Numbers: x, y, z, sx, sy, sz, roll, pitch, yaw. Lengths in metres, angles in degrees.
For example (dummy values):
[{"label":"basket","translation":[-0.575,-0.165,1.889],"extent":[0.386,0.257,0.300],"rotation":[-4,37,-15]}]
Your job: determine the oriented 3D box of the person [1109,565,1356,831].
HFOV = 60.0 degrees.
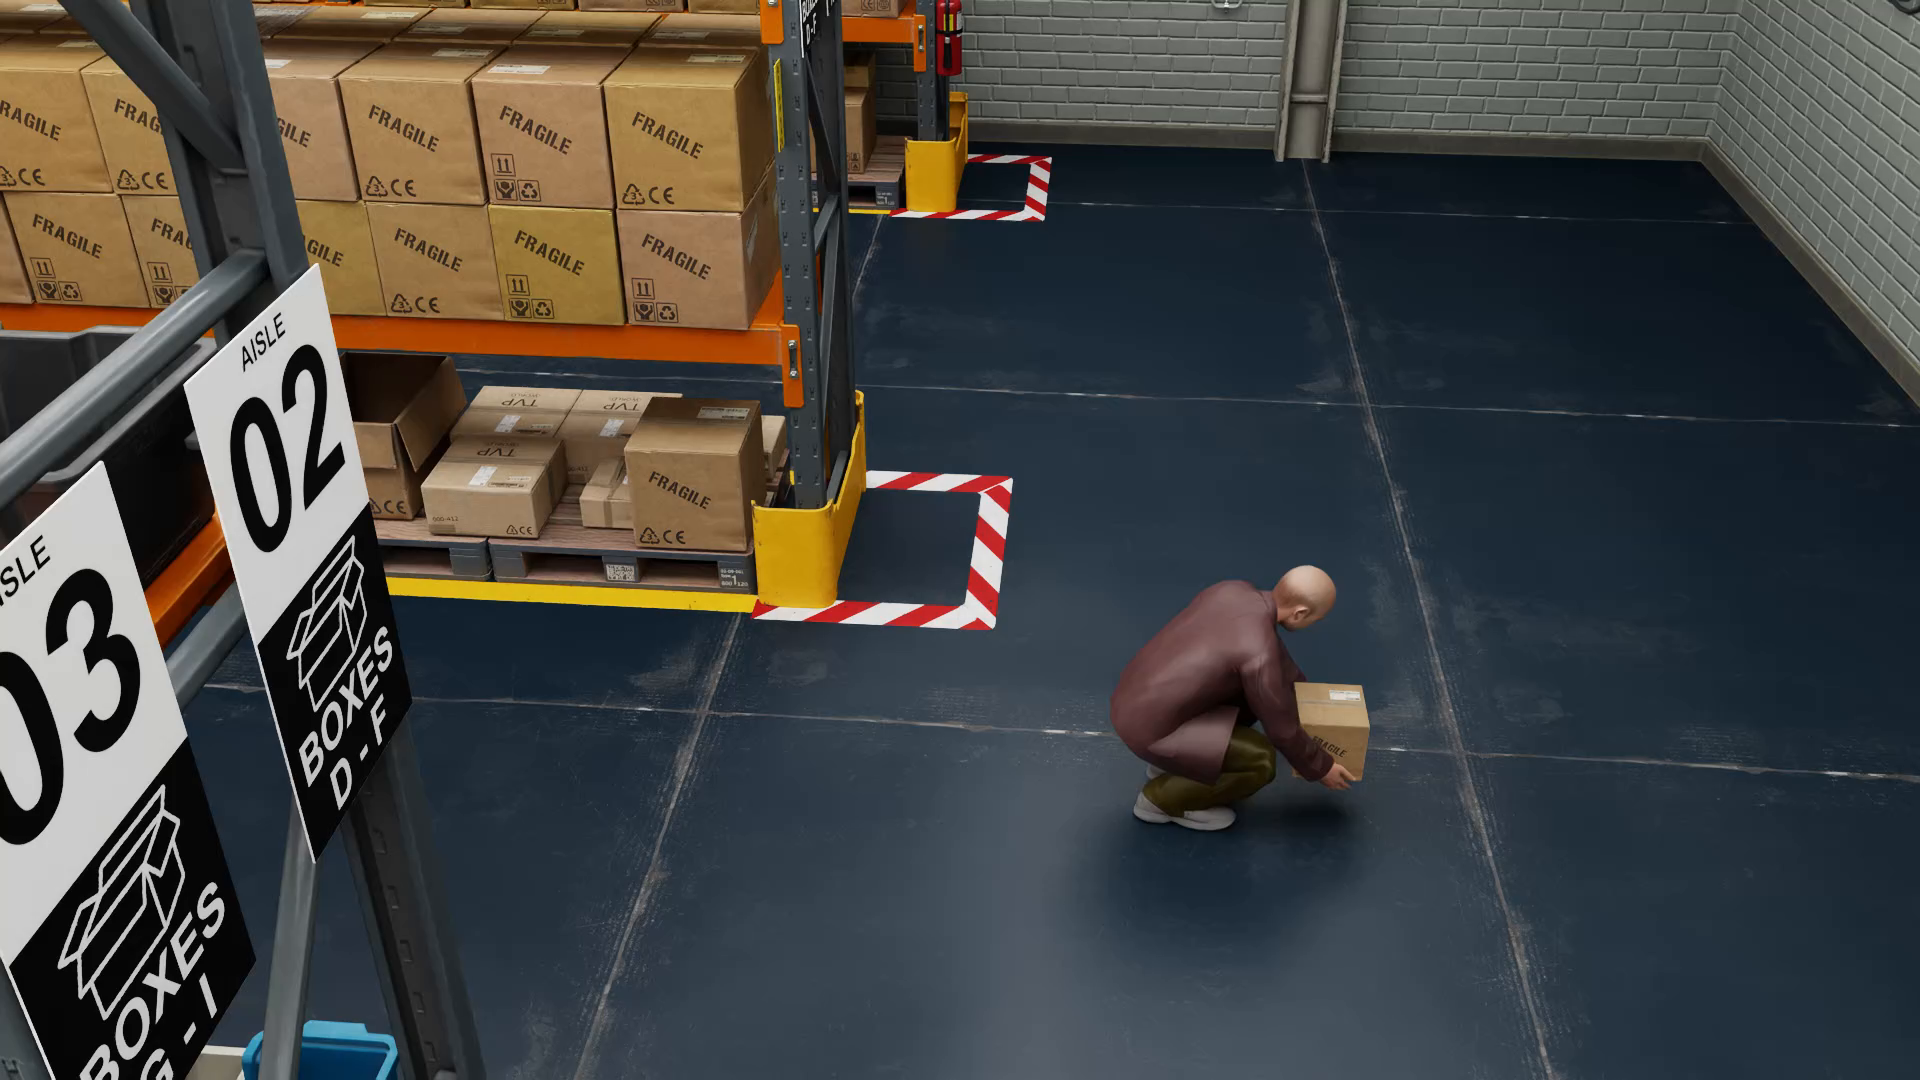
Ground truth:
[{"label":"person","translation":[0.994,0.546,6.017],"extent":[0.895,0.992,0.600],"rotation":[2,32,4]}]
